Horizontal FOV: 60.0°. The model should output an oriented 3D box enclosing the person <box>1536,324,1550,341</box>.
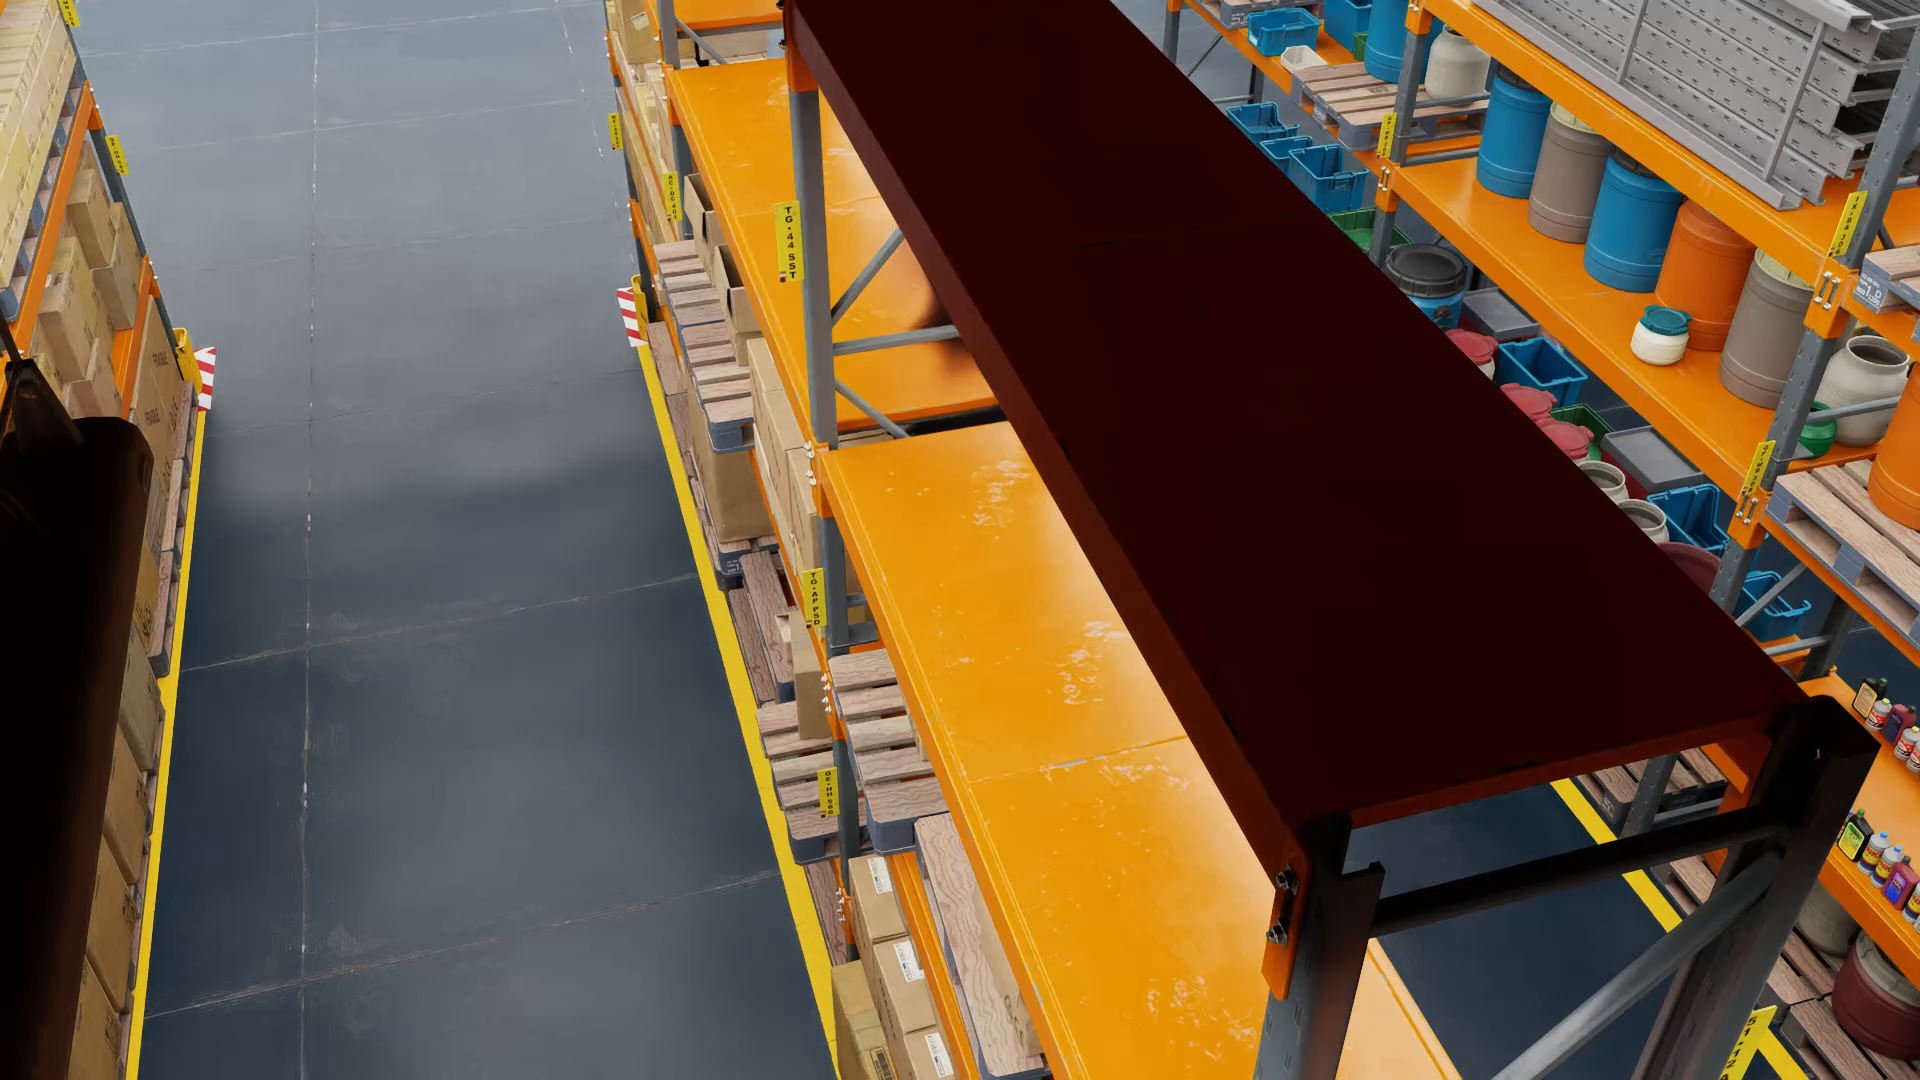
[{"bbox_3d":[5.060,-2.230,14.358,0.547,1.611,0.569,20,42,23],"label":"person"}]
